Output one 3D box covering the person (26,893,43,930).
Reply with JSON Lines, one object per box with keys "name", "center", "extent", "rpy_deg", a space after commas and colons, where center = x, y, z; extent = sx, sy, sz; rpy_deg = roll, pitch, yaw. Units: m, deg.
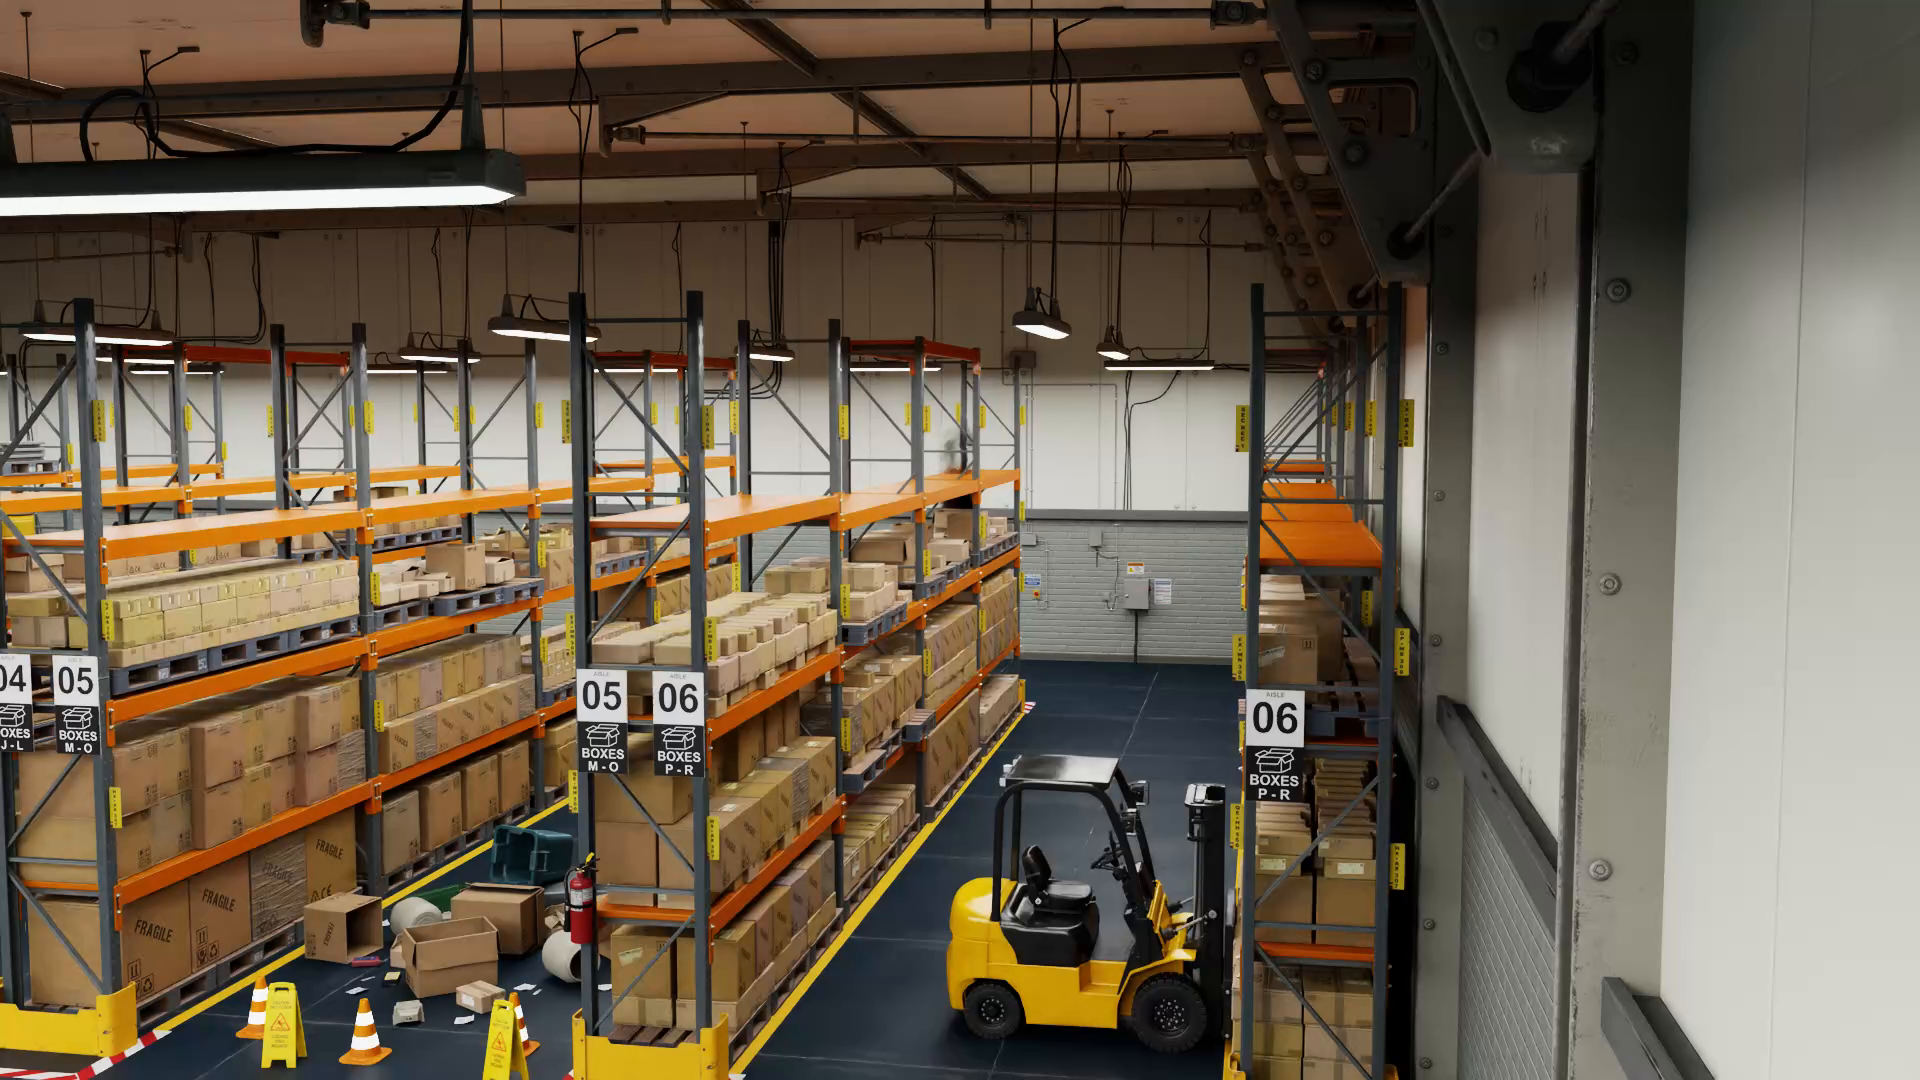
{"name": "person", "center": [-9.068, 2.950, 16.677], "extent": [0.612, 1.687, 0.922], "rpy_deg": [0, 5, 0]}
